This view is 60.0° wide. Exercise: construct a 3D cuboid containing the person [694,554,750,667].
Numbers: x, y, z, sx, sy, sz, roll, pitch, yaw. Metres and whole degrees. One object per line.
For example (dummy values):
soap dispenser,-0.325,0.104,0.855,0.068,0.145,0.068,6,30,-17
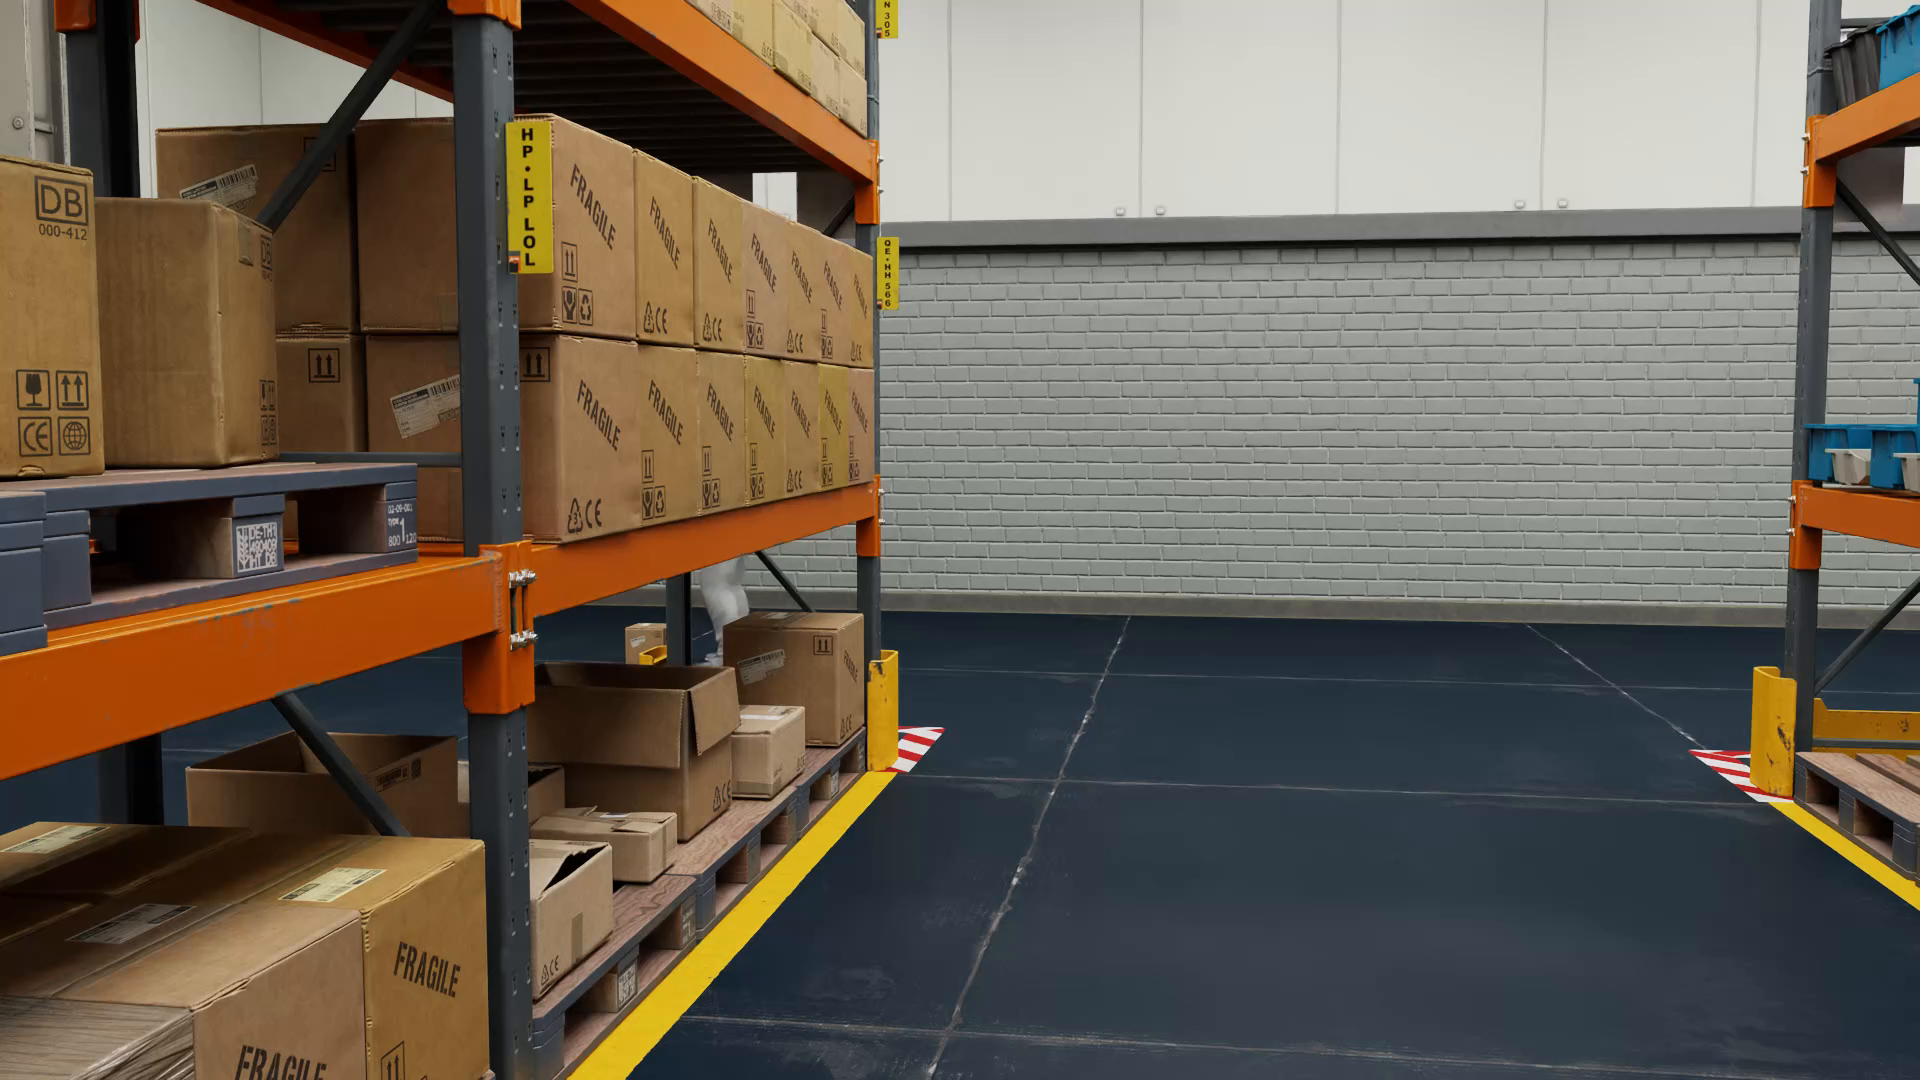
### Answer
person,-1.497,-0.061,10.474,0.392,1.769,0.527,1,5,10
